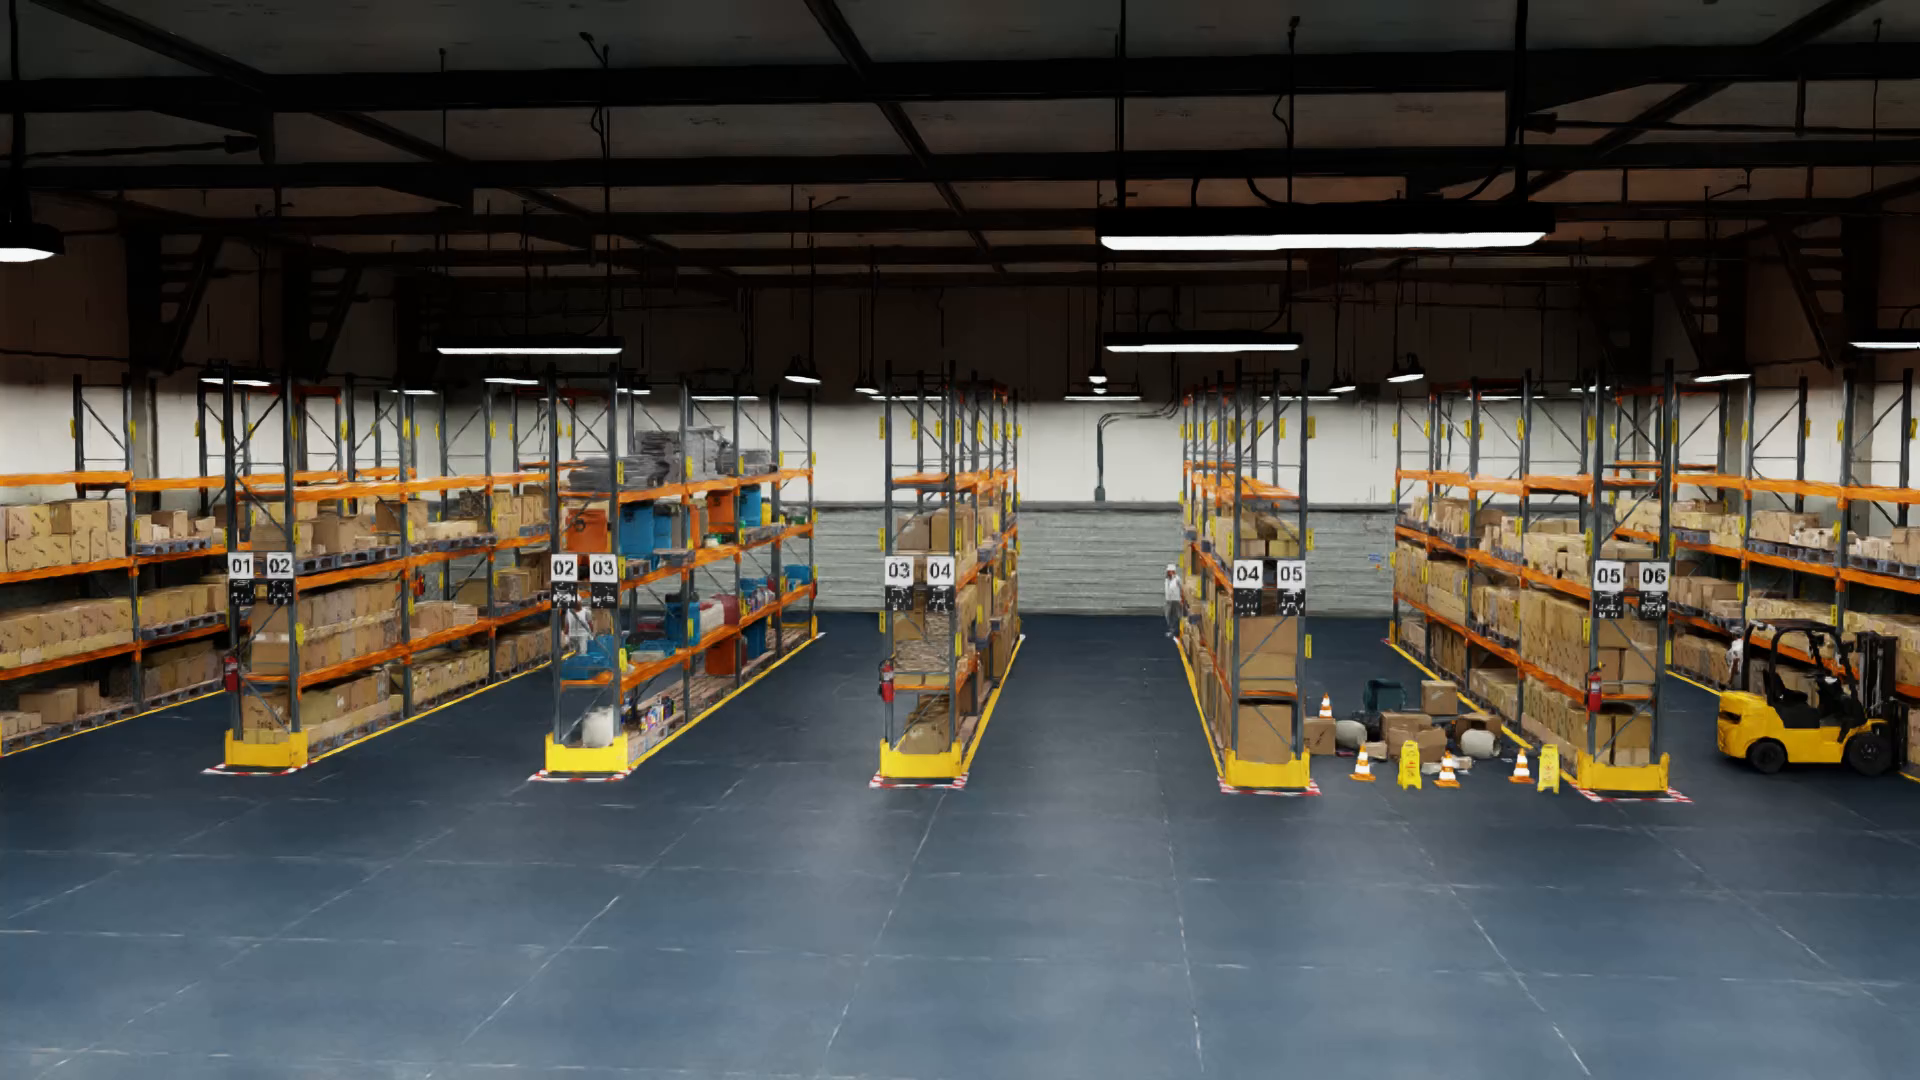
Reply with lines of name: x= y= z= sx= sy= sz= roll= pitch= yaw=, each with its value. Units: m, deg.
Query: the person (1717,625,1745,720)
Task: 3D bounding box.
person: x=13.217 y=2.301 z=28.354 sx=0.522 sy=1.659 sz=0.531 roll=2 pitch=4 yaw=29

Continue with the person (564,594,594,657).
person: x=-7.728 y=1.926 z=33.613 sx=0.566 sy=1.706 sz=1.122 roll=0 pitch=4 yaw=7

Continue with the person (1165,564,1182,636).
person: x=5.253 y=1.457 z=40.642 sx=0.561 sy=1.761 sz=0.561 roll=3 pitch=5 yaw=43
